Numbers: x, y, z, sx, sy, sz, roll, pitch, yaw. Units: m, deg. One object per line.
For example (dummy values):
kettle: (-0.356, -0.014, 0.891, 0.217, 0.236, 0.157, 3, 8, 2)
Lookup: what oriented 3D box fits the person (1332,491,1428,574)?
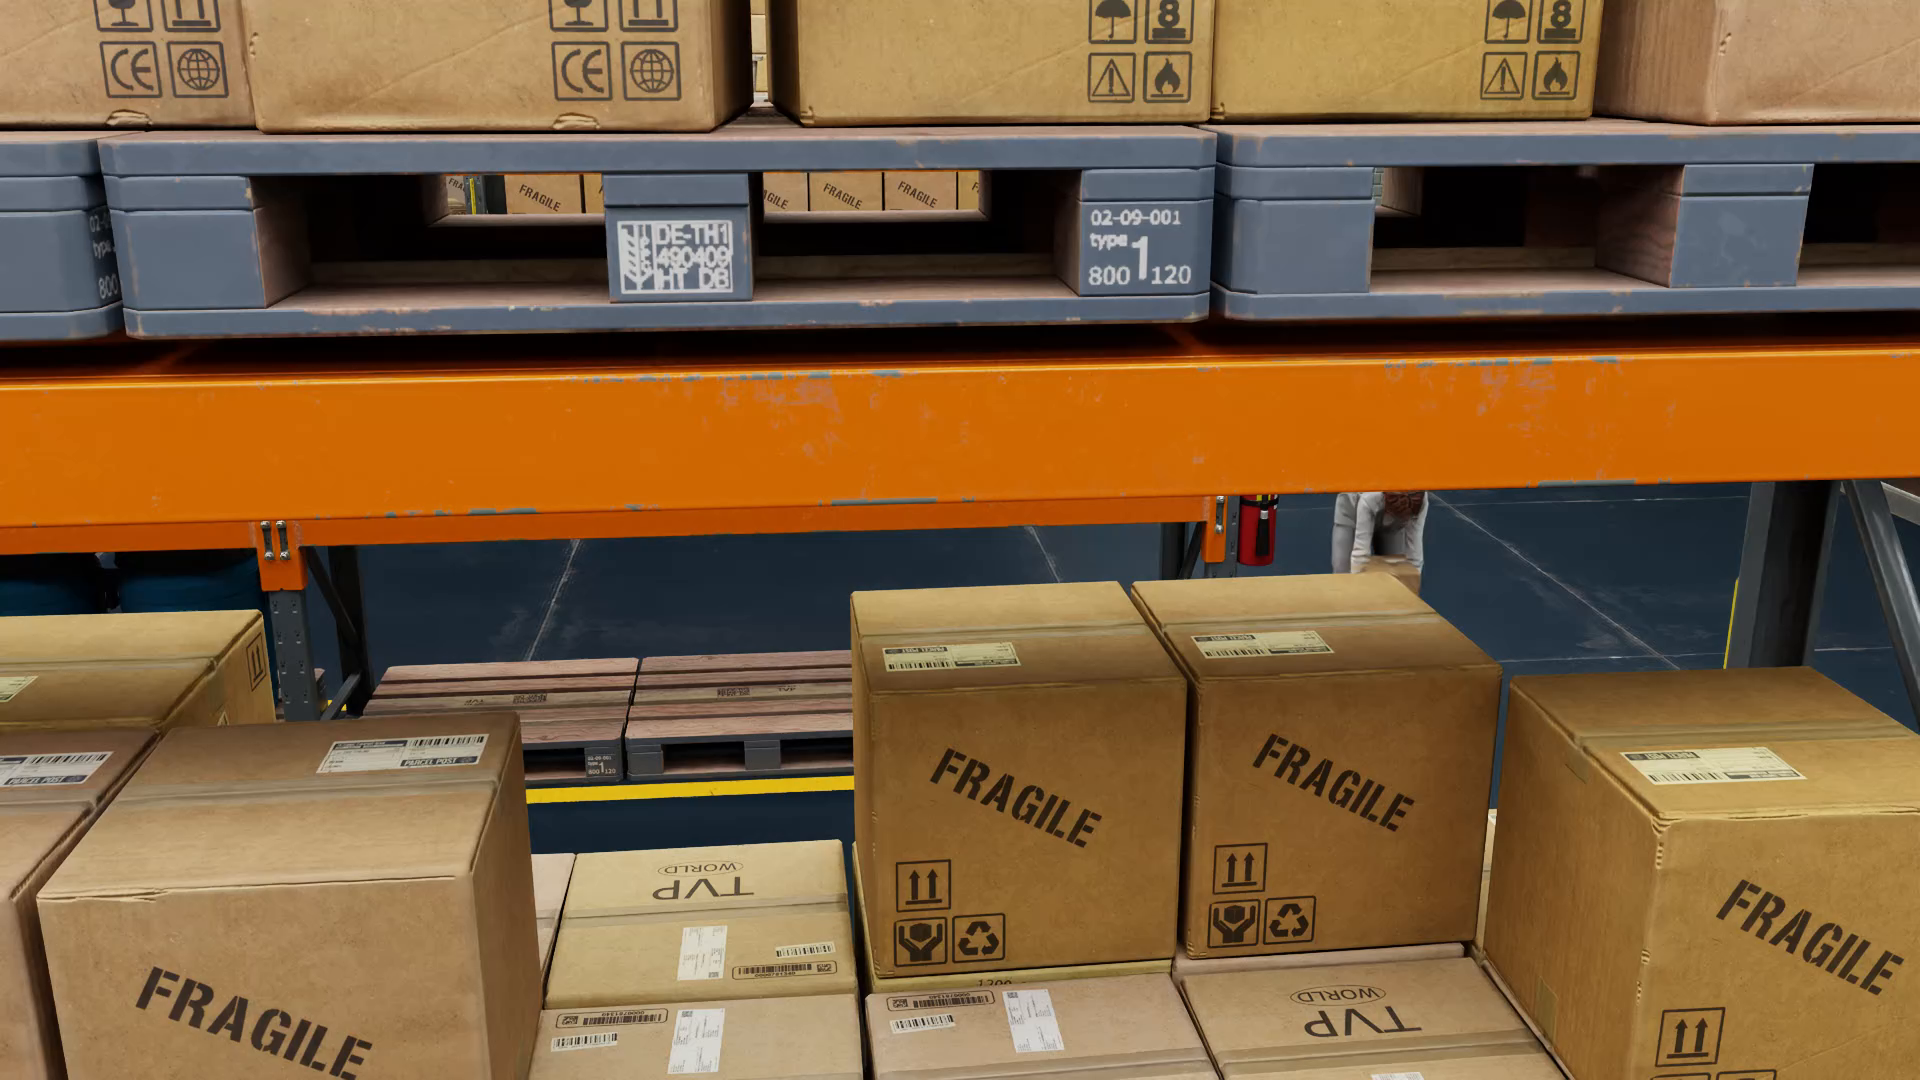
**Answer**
person: (2.092, 0.173, 8.310, 0.382, 1.186, 0.821, 0, 17, -1)
